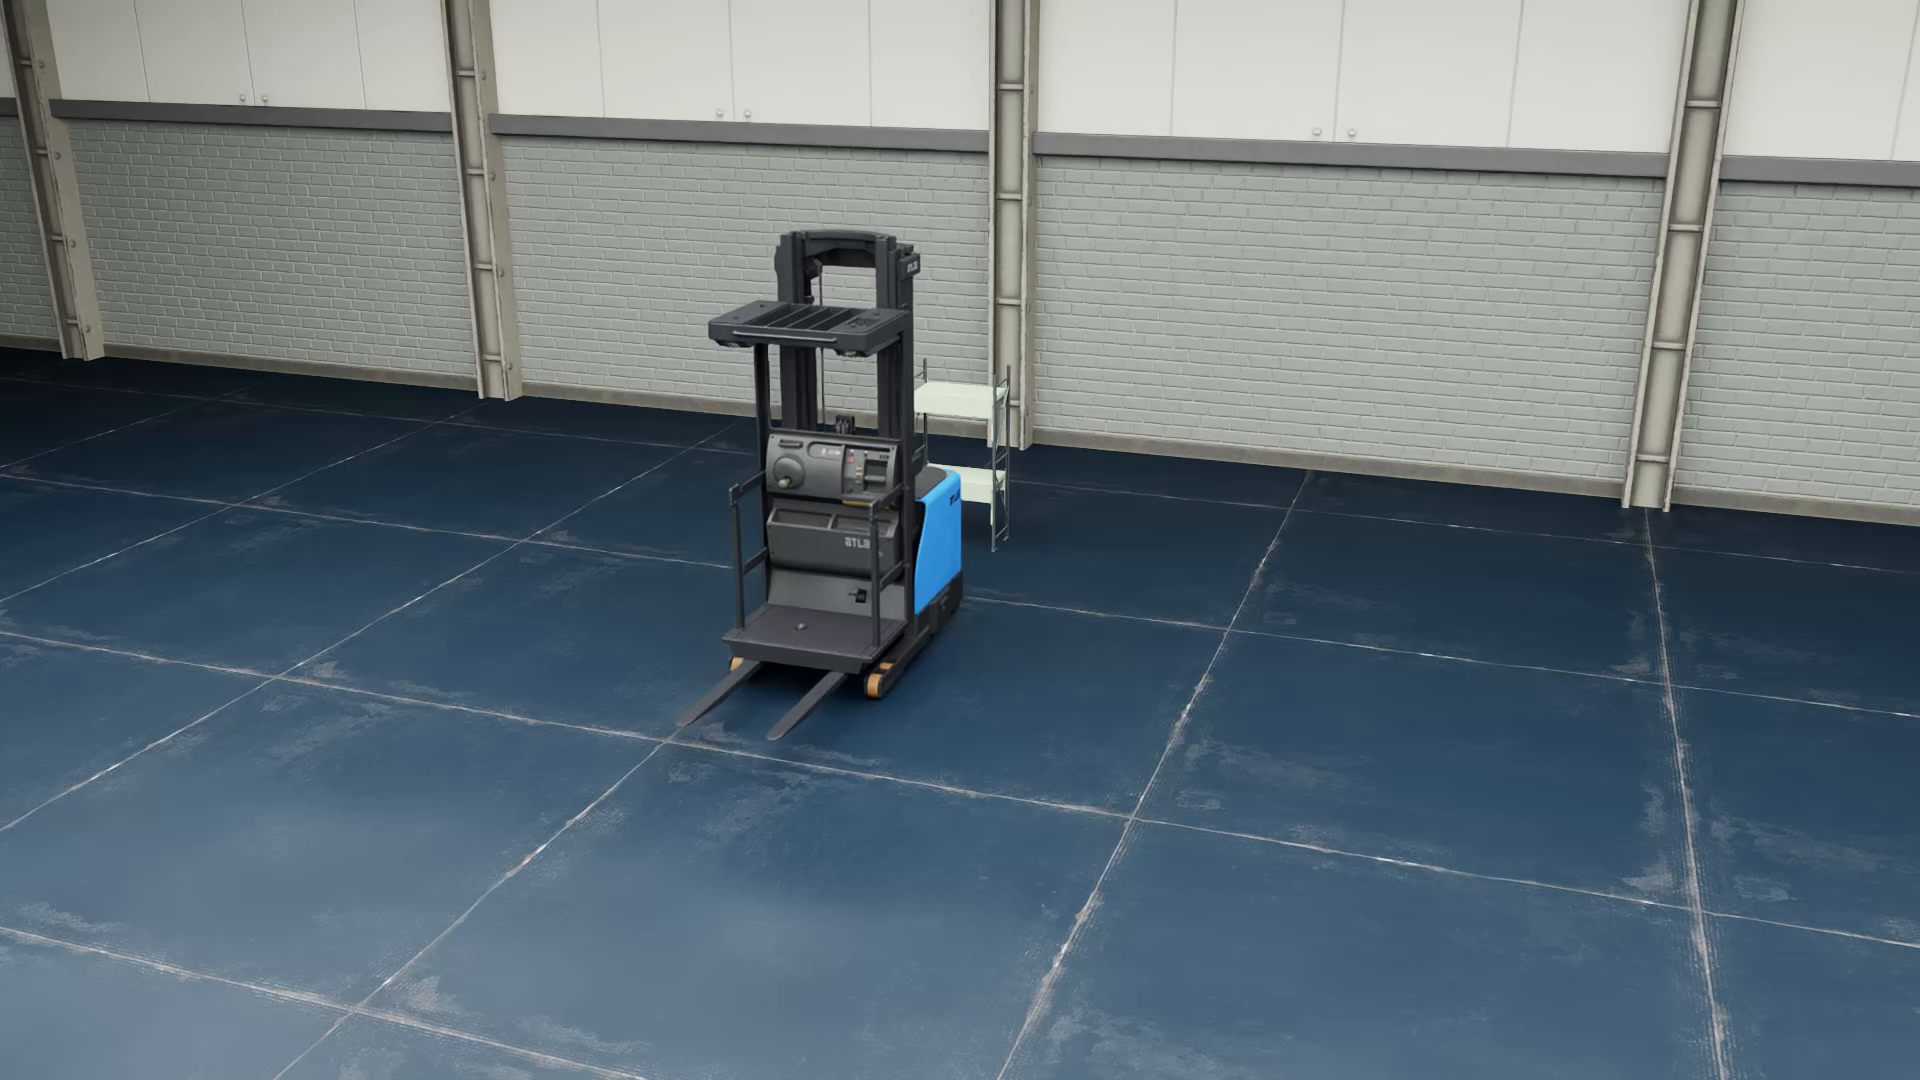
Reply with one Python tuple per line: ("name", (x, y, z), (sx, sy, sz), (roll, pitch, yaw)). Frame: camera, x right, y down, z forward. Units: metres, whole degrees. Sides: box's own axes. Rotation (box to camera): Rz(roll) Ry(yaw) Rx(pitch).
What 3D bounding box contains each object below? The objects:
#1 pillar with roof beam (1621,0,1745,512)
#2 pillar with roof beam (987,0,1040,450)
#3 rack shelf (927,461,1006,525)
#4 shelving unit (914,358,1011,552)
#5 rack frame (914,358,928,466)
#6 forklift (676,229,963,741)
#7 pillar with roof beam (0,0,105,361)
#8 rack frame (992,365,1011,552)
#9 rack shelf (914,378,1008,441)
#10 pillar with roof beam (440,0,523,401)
("pillar with roof beam", (4.764, -3.230, 9.671), (0.400, 9.000, 9.100), (7, 20, 18))
("pillar with roof beam", (-0.904, -3.878, 11.530), (0.400, 9.000, 9.100), (7, 20, 18))
("rack shelf", (-0.006, -0.401, 13.939), (0.720, 0.370, 0.431), (7, 20, 18))
("shelving unit", (-0.006, -0.709, 13.831), (0.755, 1.500, 0.431), (7, 20, 18))
("rack frame", (-0.352, -0.748, 13.945), (0.023, 1.500, 0.400), (7, 20, 18))
("forklift", (-0.935, -0.481, 11.004), (1.130, 2.935, 3.031), (6, 20, 18))
("pillar with roof beam", (-12.239, -5.174, 15.249), (0.400, 9.000, 9.100), (7, 20, 18))
("rack frame", (0.339, -0.669, 13.718), (0.023, 1.500, 0.400), (7, 20, 18))
("rack shelf", (-0.006, -1.077, 13.703), (0.720, 0.370, 0.431), (7, 20, 18))
("pillar with roof beam", (-6.572, -4.526, 13.390), (0.400, 9.000, 9.100), (7, 20, 18))
